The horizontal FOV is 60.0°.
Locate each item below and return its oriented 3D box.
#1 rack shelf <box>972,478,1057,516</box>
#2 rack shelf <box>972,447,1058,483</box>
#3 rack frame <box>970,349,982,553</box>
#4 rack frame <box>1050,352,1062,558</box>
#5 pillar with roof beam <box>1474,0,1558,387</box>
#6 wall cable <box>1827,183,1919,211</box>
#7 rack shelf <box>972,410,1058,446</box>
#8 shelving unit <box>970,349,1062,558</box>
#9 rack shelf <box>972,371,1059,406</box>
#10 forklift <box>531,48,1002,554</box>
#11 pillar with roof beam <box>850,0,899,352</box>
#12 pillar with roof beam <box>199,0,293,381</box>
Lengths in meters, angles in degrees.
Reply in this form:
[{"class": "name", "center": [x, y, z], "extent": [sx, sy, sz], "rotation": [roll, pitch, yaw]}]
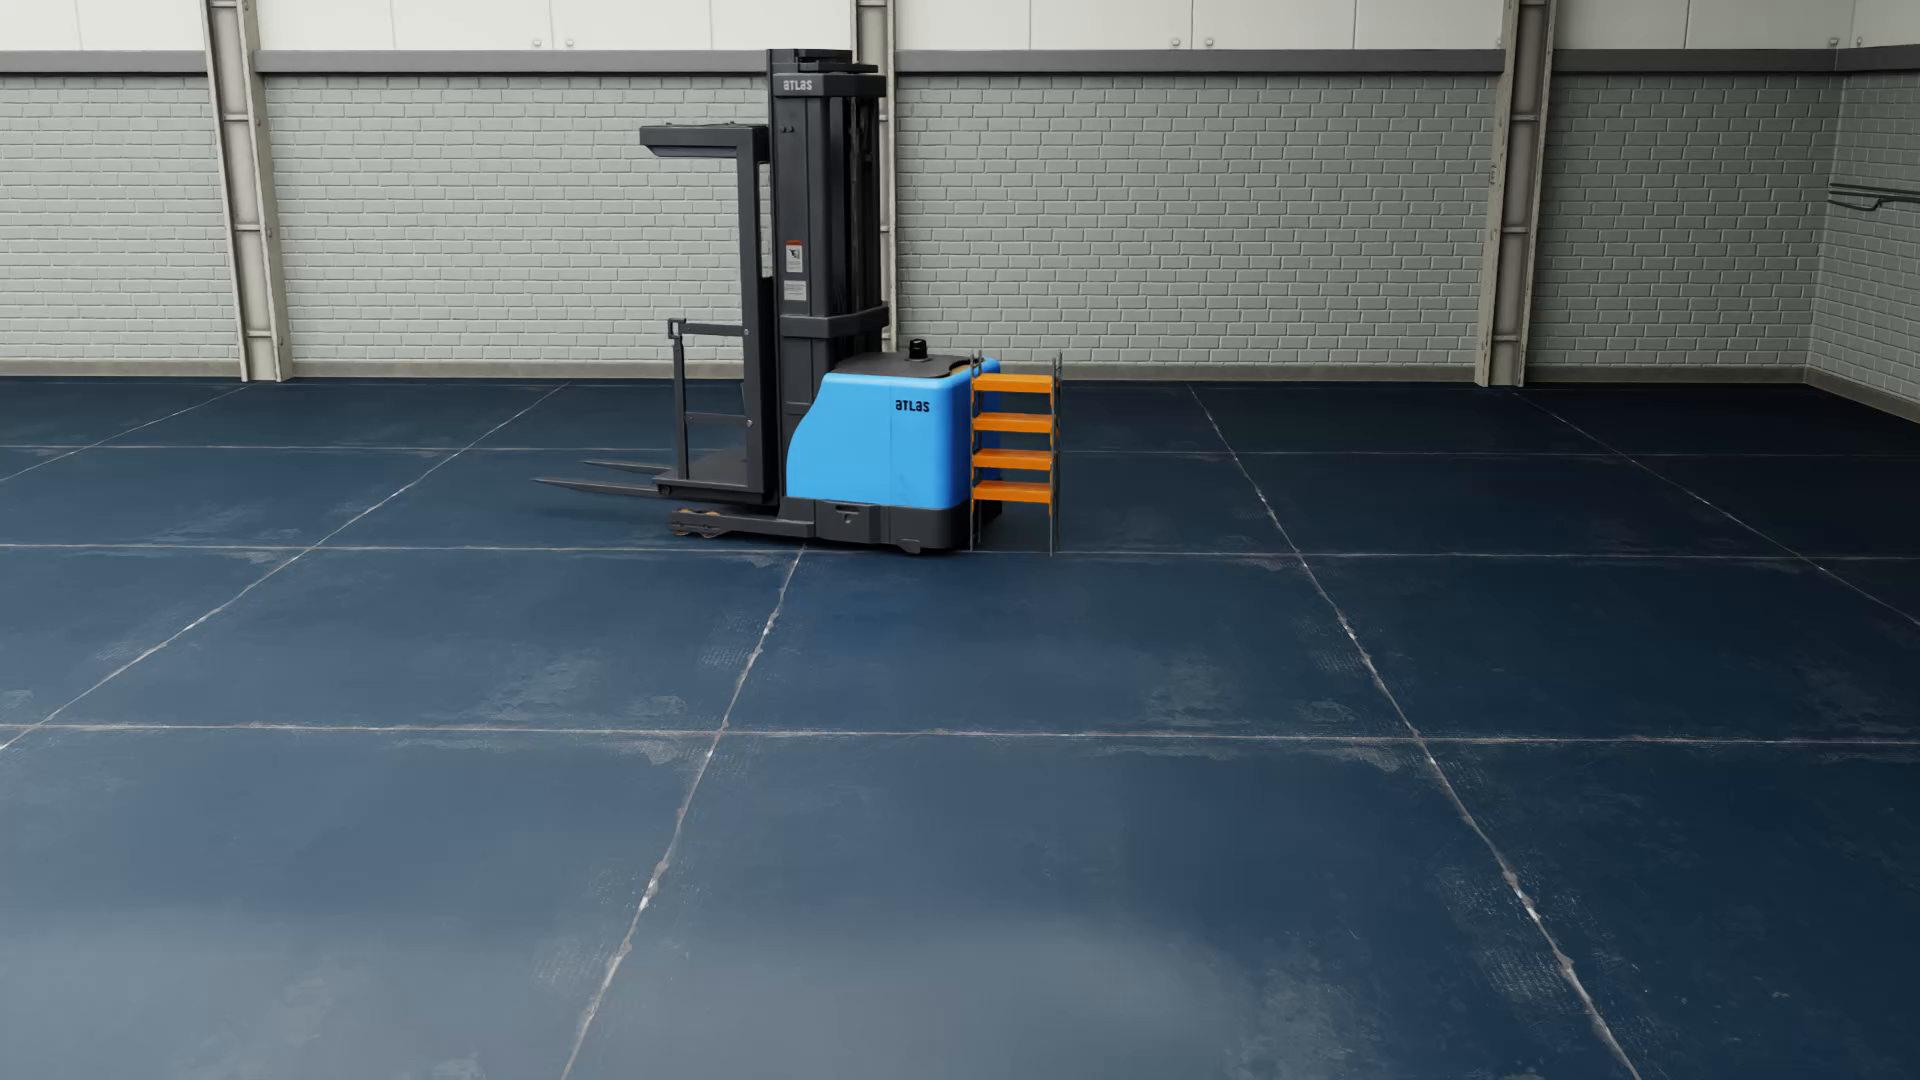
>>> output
[{"class": "rack shelf", "center": [0.334, -0.261, 10.020], "extent": [0.480, 0.148, 0.258], "rotation": [3, 15, 13]}, {"class": "rack shelf", "center": [0.334, -0.453, 9.969], "extent": [0.480, 0.148, 0.258], "rotation": [3, 15, 13]}, {"class": "rack frame", "center": [0.096, -0.532, 10.006], "extent": [0.015, 1.200, 0.240], "rotation": [3, 15, 13]}, {"class": "rack frame", "center": [0.571, -0.504, 9.898], "extent": [0.015, 1.200, 0.240], "rotation": [3, 15, 13]}, {"class": "pillar with roof beam", "center": [5.087, -4.760, 10.740], "extent": [0.400, 9.000, 9.100], "rotation": [0, 15, 1]}, {"class": "wall cable", "center": [8.109, -4.000, 13.946], "extent": [0.112, 2.526, 3.097], "rotation": [0, 15, 1]}, {"class": "rack shelf", "center": [0.334, -0.669, 9.912], "extent": [0.480, 0.148, 0.258], "rotation": [3, 15, 13]}, {"class": "shelving unit", "center": [0.334, -0.518, 9.952], "extent": [0.503, 1.200, 0.258], "rotation": [3, 15, 13]}, {"class": "rack shelf", "center": [0.334, -0.898, 9.852], "extent": [0.480, 0.148, 0.258], "rotation": [3, 15, 13]}, {"class": "forklift", "center": [-1.302, -1.546, 10.456], "extent": [3.031, 2.935, 1.130], "rotation": [5, 16, 20]}, {"class": "pillar with roof beam", "center": [-0.911, -4.799, 10.888], "extent": [0.400, 9.000, 9.100], "rotation": [0, 15, 1]}, {"class": "pillar with roof beam", "center": [-6.909, -4.838, 11.036], "extent": [0.400, 9.000, 9.100], "rotation": [0, 15, 1]}]
